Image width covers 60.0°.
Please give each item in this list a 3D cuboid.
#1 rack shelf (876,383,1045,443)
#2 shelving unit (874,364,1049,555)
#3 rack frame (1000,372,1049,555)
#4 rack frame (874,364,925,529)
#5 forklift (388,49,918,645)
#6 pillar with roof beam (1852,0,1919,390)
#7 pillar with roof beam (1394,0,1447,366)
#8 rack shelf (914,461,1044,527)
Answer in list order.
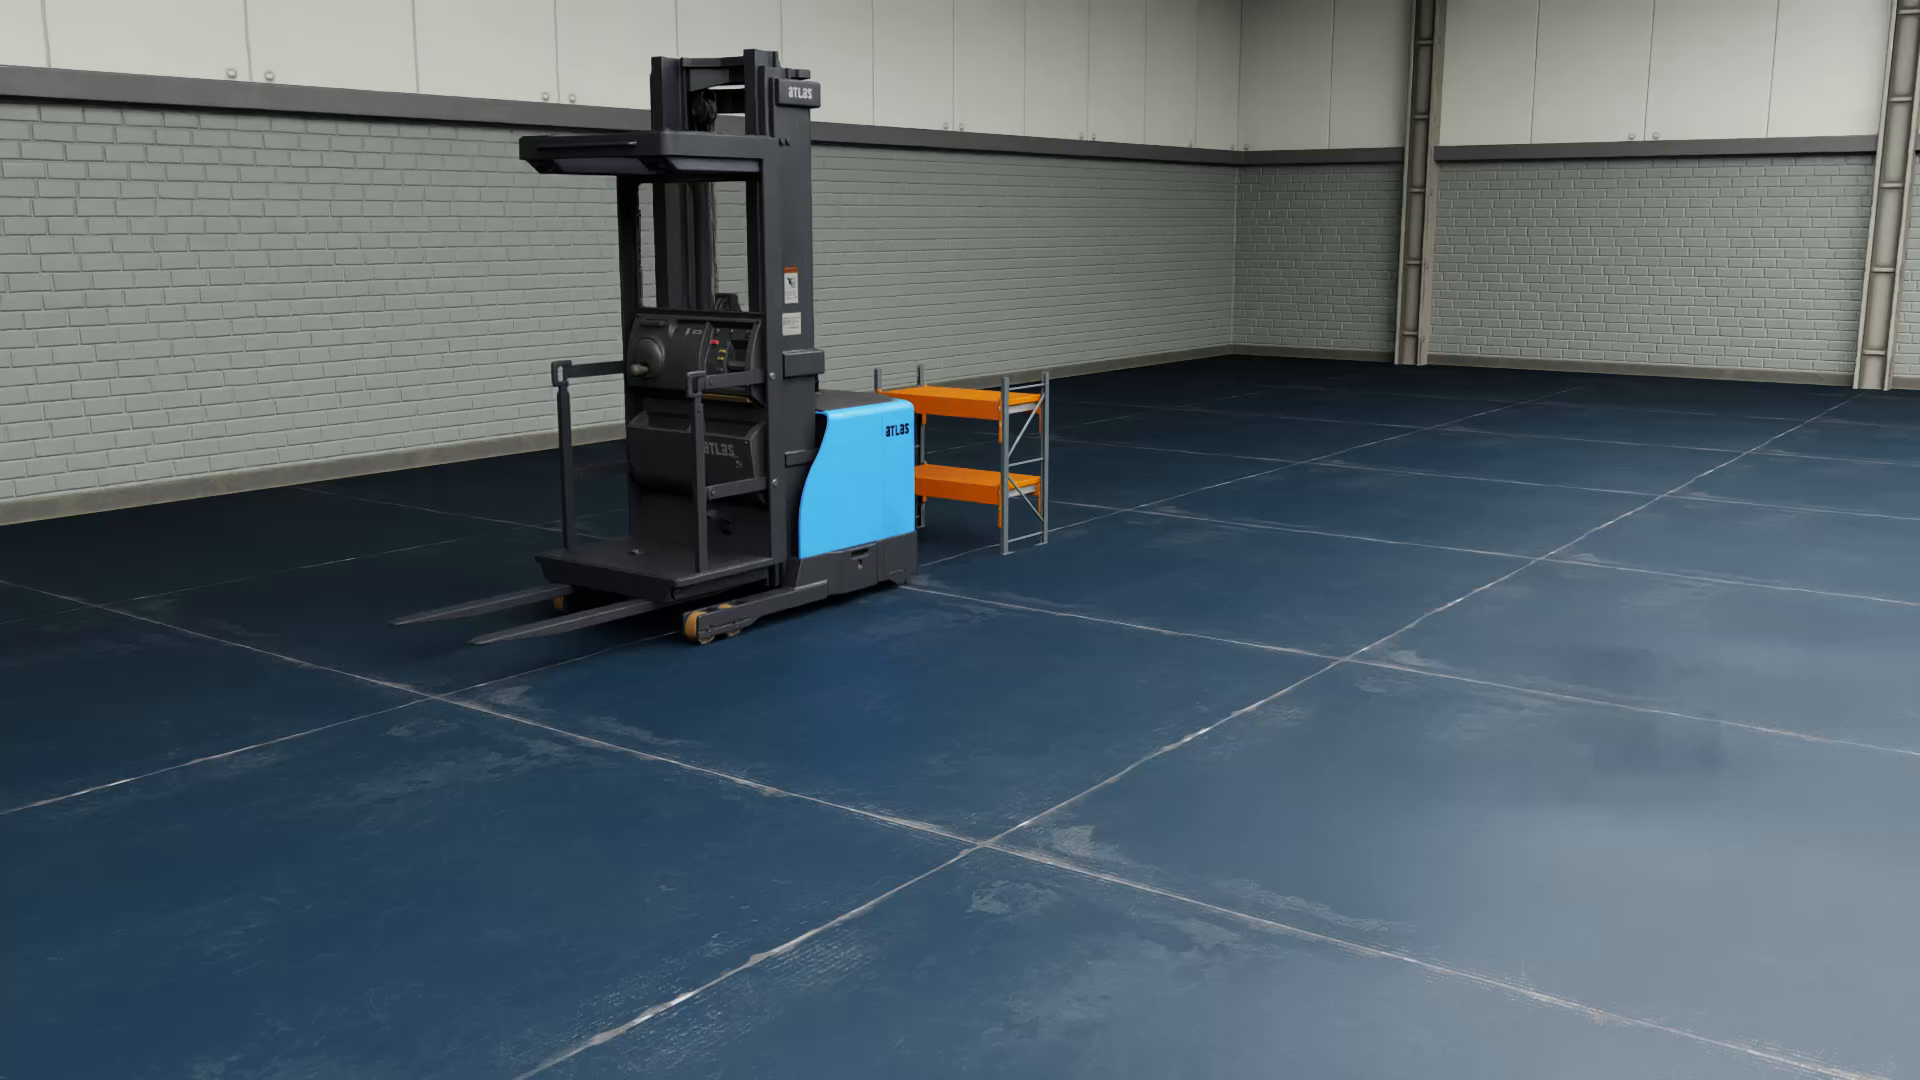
[{"bbox_3d":[0.005,-0.839,10.863,1.000,0.278,0.538,8,13,36],"label":"rack shelf"},{"bbox_3d":[0.005,-0.552,10.919,1.048,1.125,0.538,8,13,36],"label":"shelving unit"},{"bbox_3d":[0.415,-0.494,10.624,0.032,1.125,0.500,8,13,36],"label":"rack frame"},{"bbox_3d":[-0.404,-0.609,11.214,0.032,1.125,0.500,8,13,36],"label":"rack frame"},{"bbox_3d":[-1.530,-1.023,8.601,1.130,2.935,3.031,8,14,36],"label":"forklift"},{"bbox_3d":[8.884,-5.658,16.583,0.400,9.000,9.100,8,13,36],"label":"pillar with roof beam"},{"bbox_3d":[4.048,-6.332,20.069,0.400,9.000,9.100,8,13,36],"label":"pillar with roof beam"},{"bbox_3d":[0.005,-0.311,10.965,1.000,0.278,0.538,8,13,36],"label":"rack shelf"}]
